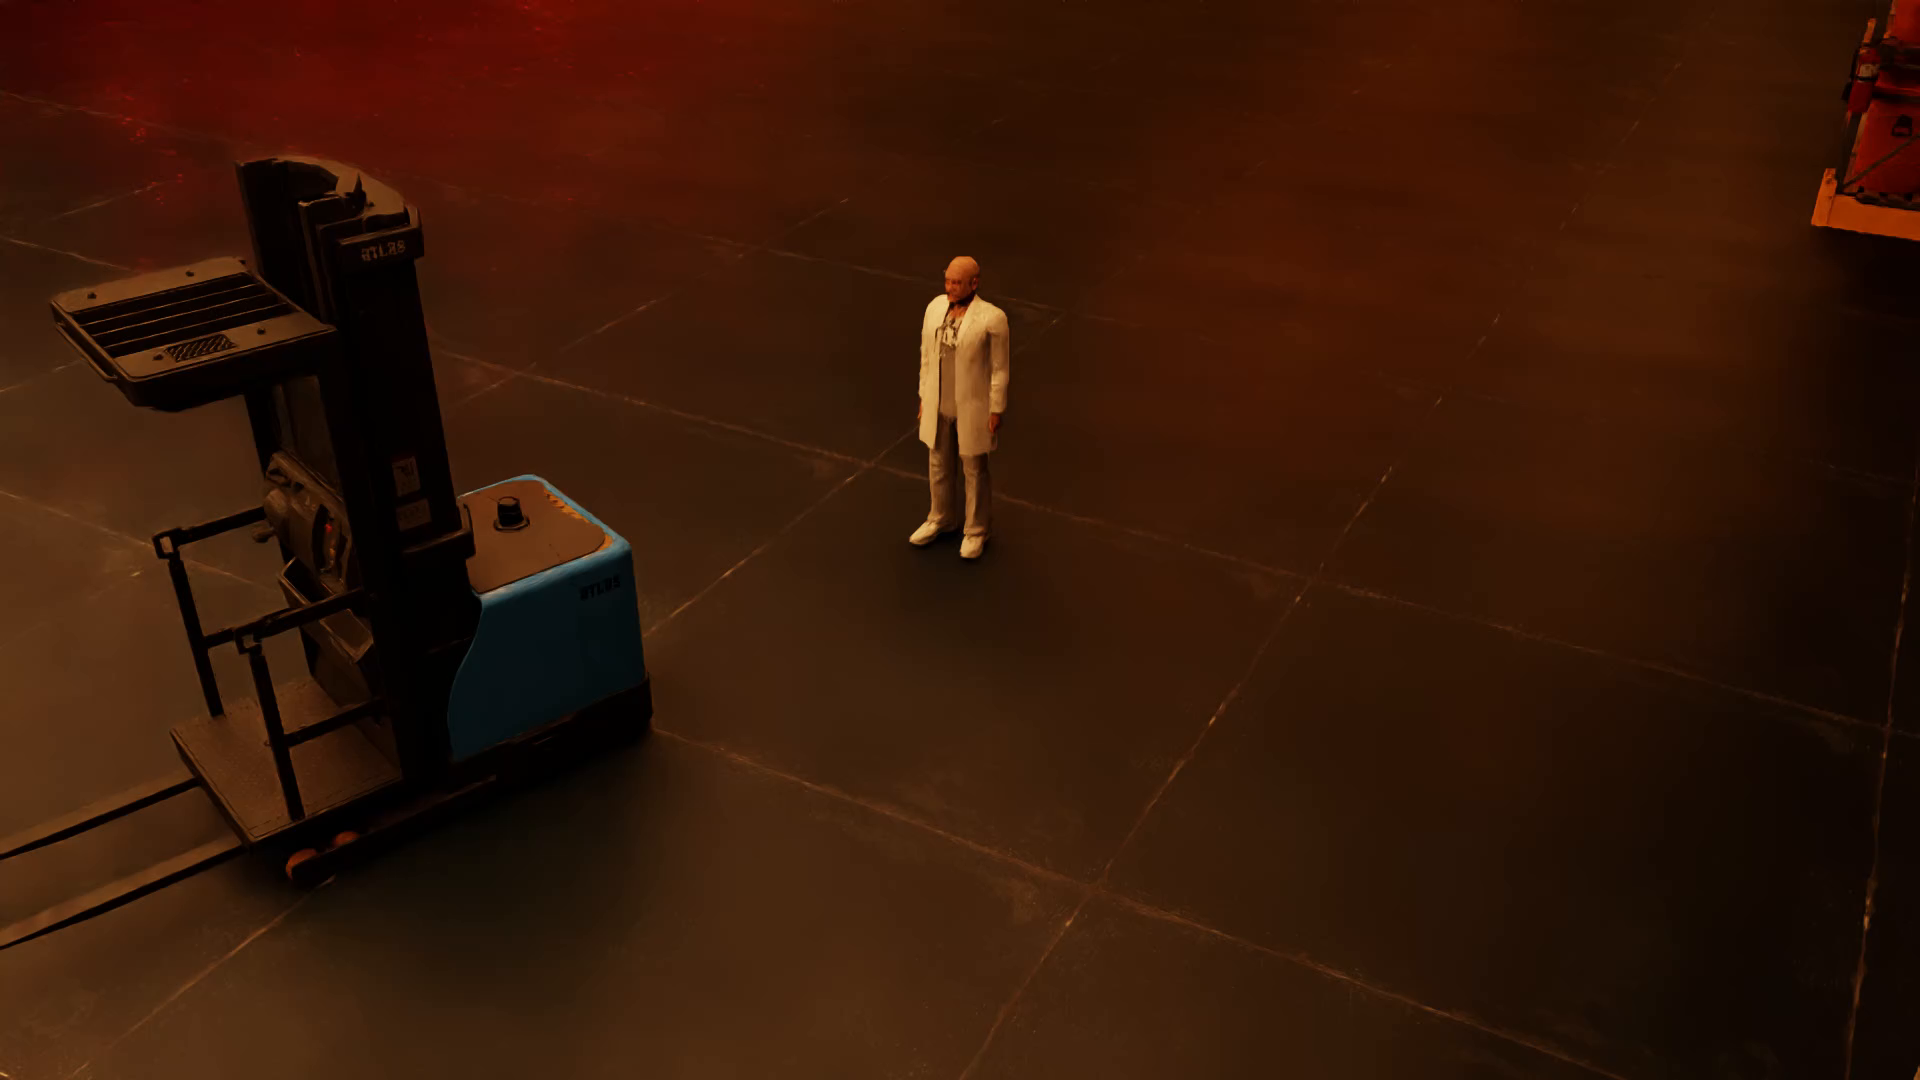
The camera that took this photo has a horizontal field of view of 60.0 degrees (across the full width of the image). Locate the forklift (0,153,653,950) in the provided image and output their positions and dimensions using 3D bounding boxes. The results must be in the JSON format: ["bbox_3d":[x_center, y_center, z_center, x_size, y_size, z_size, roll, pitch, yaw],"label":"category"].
[{"bbox_3d":[-2.992,-0.034,7.130,3.031,2.935,1.130,-23,37,-34],"label":"forklift"}]

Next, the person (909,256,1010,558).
[{"bbox_3d":[-0.011,-0.760,9.536,0.558,1.783,0.377,15,33,25],"label":"person"}]
